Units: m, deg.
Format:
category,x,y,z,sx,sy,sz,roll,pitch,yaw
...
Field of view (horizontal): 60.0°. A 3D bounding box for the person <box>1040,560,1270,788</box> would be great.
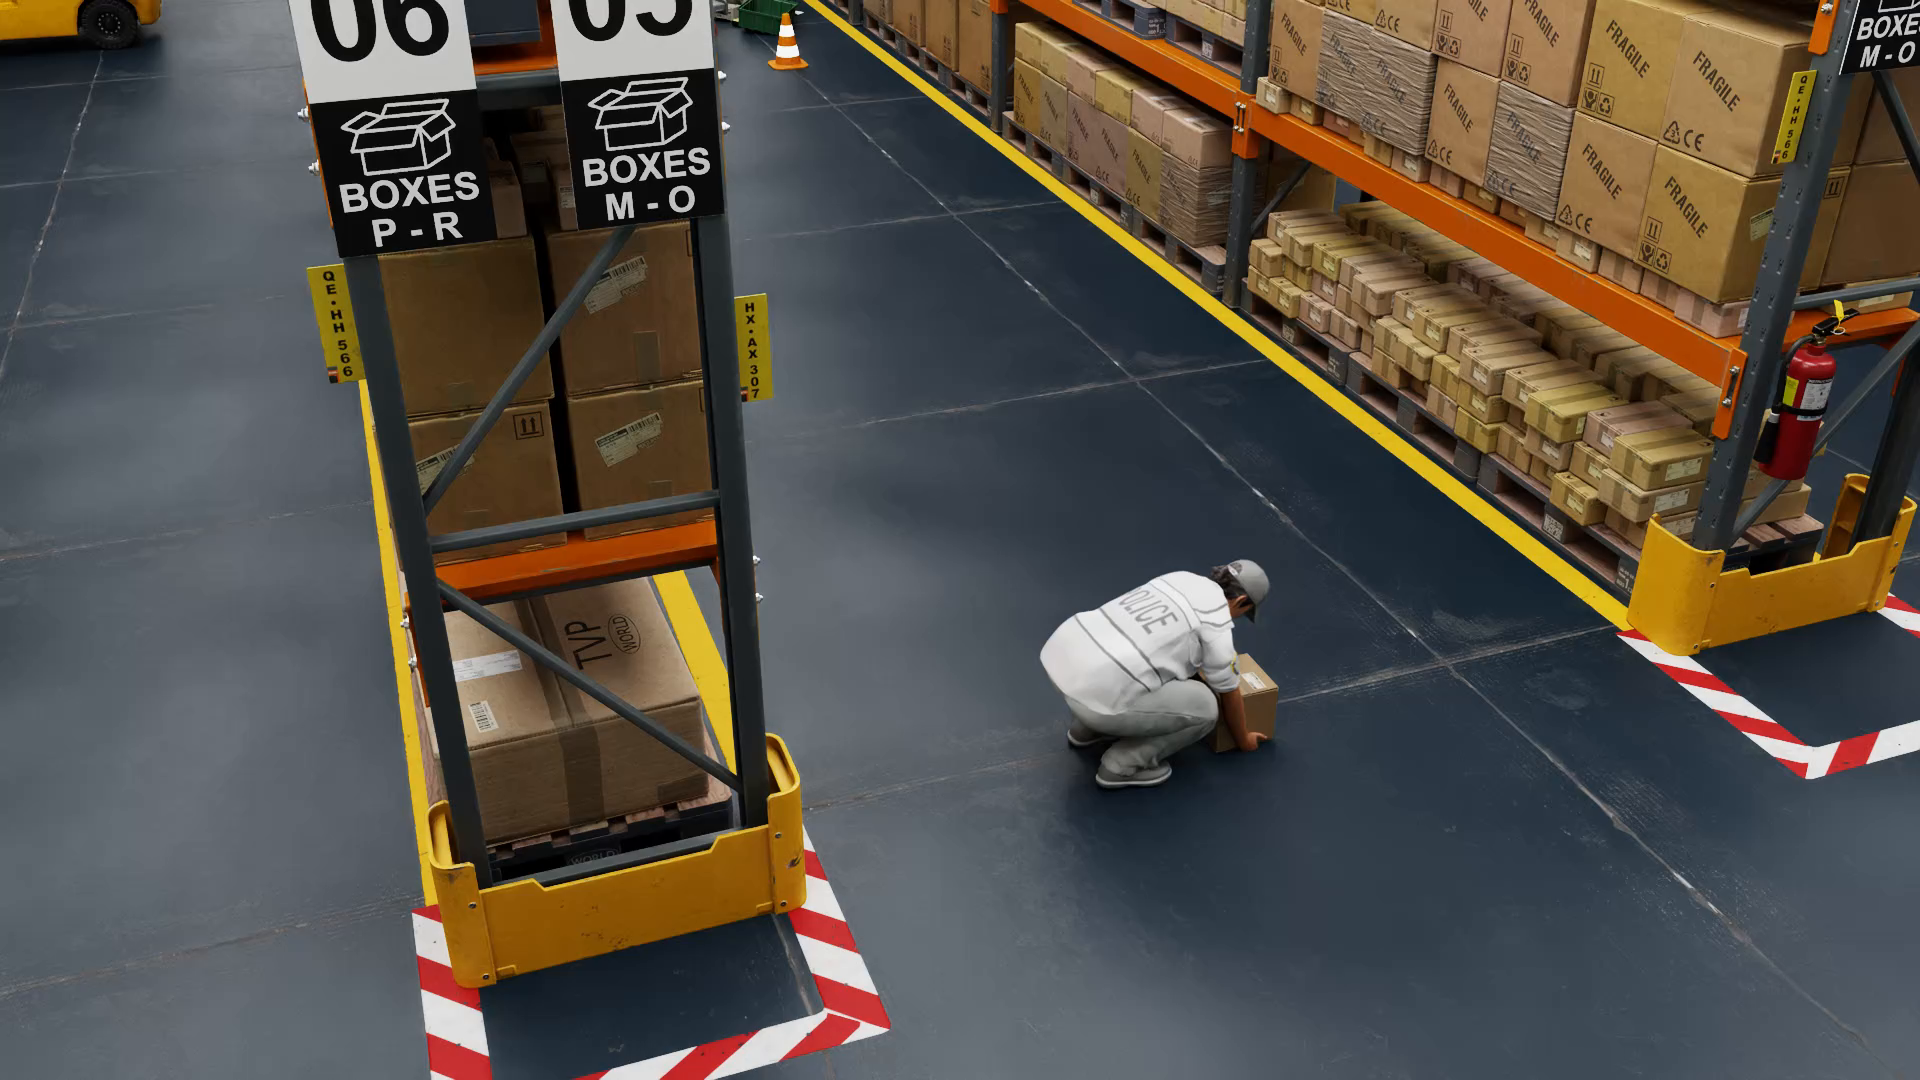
category,x,y,z,sx,sy,sz,roll,pitch,yaw
person,0.748,0.506,6.238,0.910,0.795,0.522,-11,32,-18
